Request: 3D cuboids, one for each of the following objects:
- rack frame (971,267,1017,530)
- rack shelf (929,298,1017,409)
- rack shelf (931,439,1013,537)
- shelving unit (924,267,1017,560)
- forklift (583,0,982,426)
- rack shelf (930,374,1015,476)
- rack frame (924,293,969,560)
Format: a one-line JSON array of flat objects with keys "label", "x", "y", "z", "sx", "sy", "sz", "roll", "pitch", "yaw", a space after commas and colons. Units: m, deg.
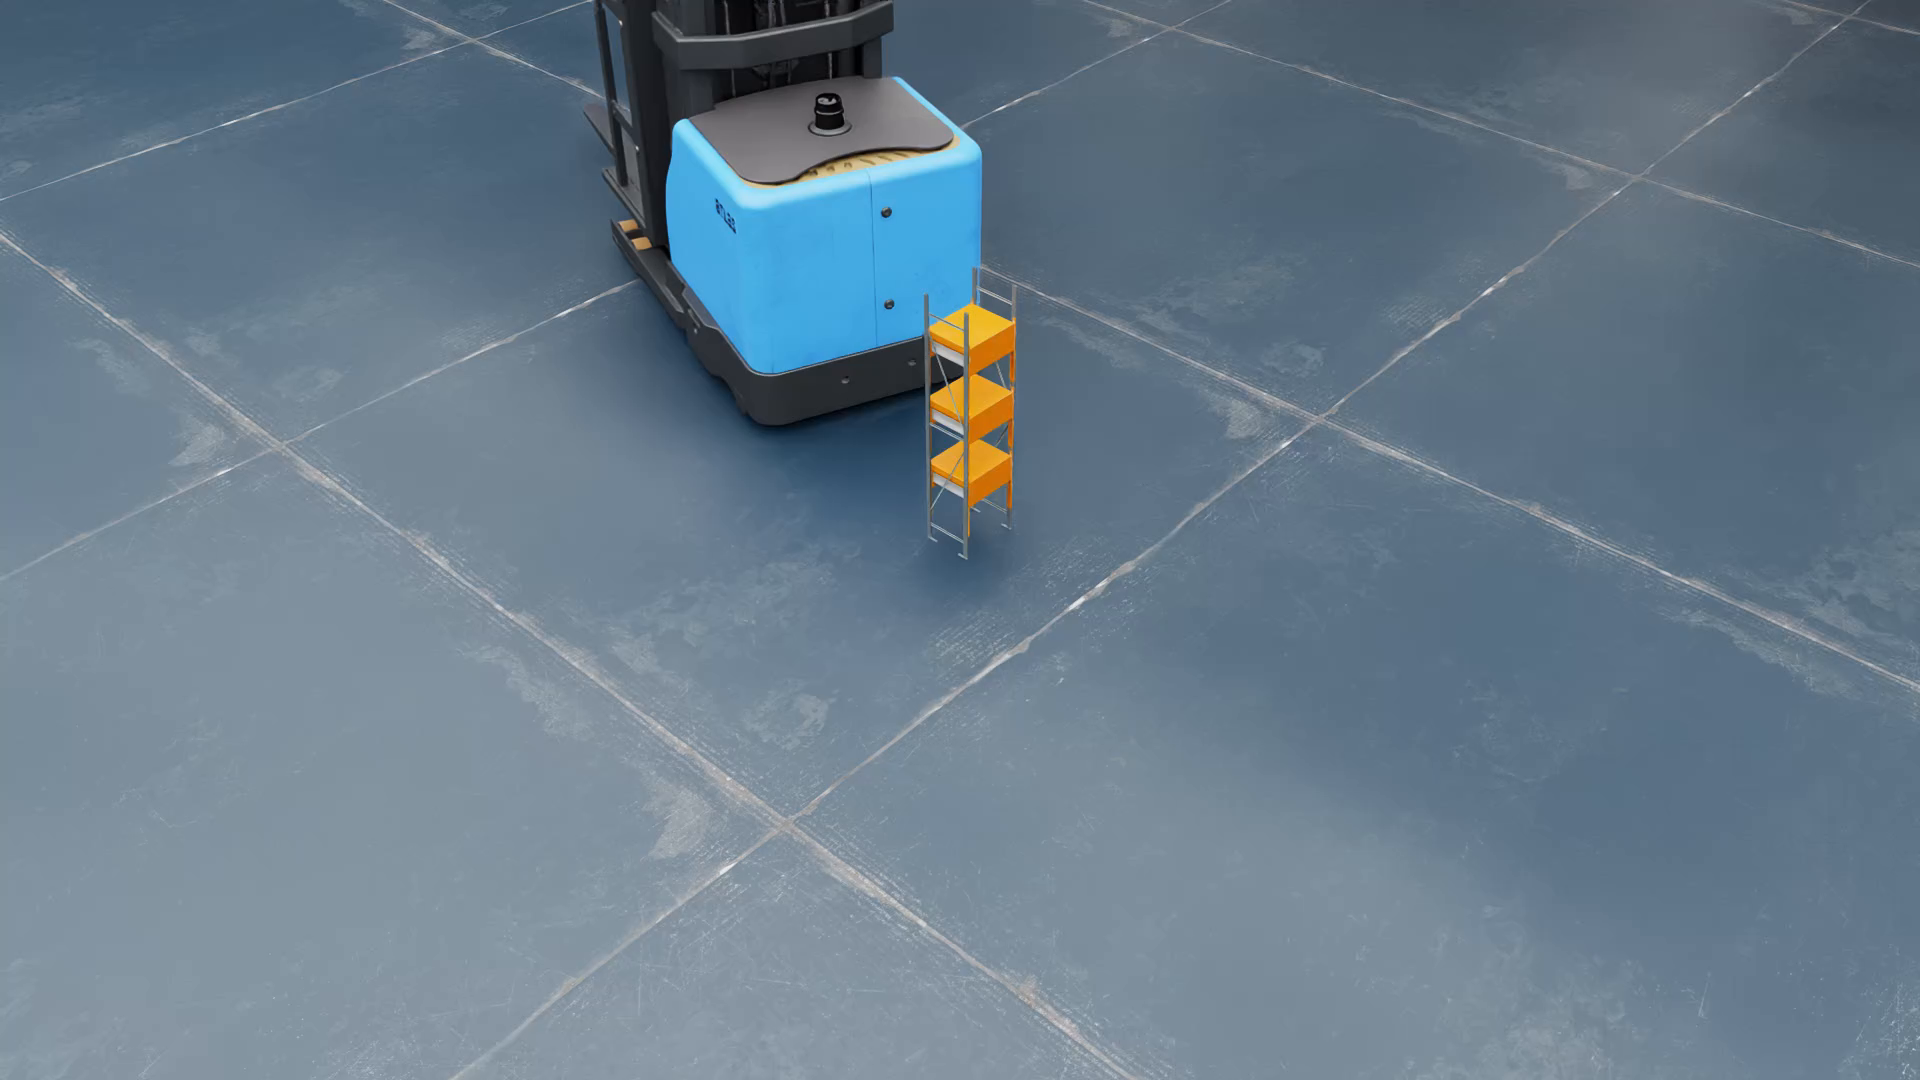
[{"label": "rack frame", "x": 0.118, "y": -0.492, "z": 6.025, "sx": 0.200, "sy": 1.050, "sz": 0.008, "roll": 30, "pitch": 47, "yaw": 32}, {"label": "rack shelf", "x": 0.036, "y": -0.649, "z": 5.784, "sx": 0.215, "sy": 0.259, "sz": 0.240, "roll": 30, "pitch": 47, "yaw": 32}, {"label": "rack shelf", "x": 0.036, "y": -0.210, "z": 6.134, "sx": 0.215, "sy": 0.259, "sz": 0.240, "roll": 30, "pitch": 47, "yaw": 32}, {"label": "shelving unit", "x": 0.036, "y": -0.436, "z": 5.954, "sx": 0.215, "sy": 1.050, "sz": 0.252, "roll": 30, "pitch": 47, "yaw": 32}, {"label": "forklift", "x": -1.010, "y": -2.518, "z": 7.061, "sx": 1.130, "sy": 2.935, "sz": 3.031, "roll": -17, "pitch": 42, "yaw": -21}, {"label": "rack shelf", "x": 0.036, "y": -0.427, "z": 5.961, "sx": 0.215, "sy": 0.259, "sz": 0.240, "roll": 30, "pitch": 47, "yaw": 32}, {"label": "rack frame", "x": -0.046, "y": -0.379, "z": 5.884, "sx": 0.200, "sy": 1.050, "sz": 0.008, "roll": 30, "pitch": 47, "yaw": 32}]
